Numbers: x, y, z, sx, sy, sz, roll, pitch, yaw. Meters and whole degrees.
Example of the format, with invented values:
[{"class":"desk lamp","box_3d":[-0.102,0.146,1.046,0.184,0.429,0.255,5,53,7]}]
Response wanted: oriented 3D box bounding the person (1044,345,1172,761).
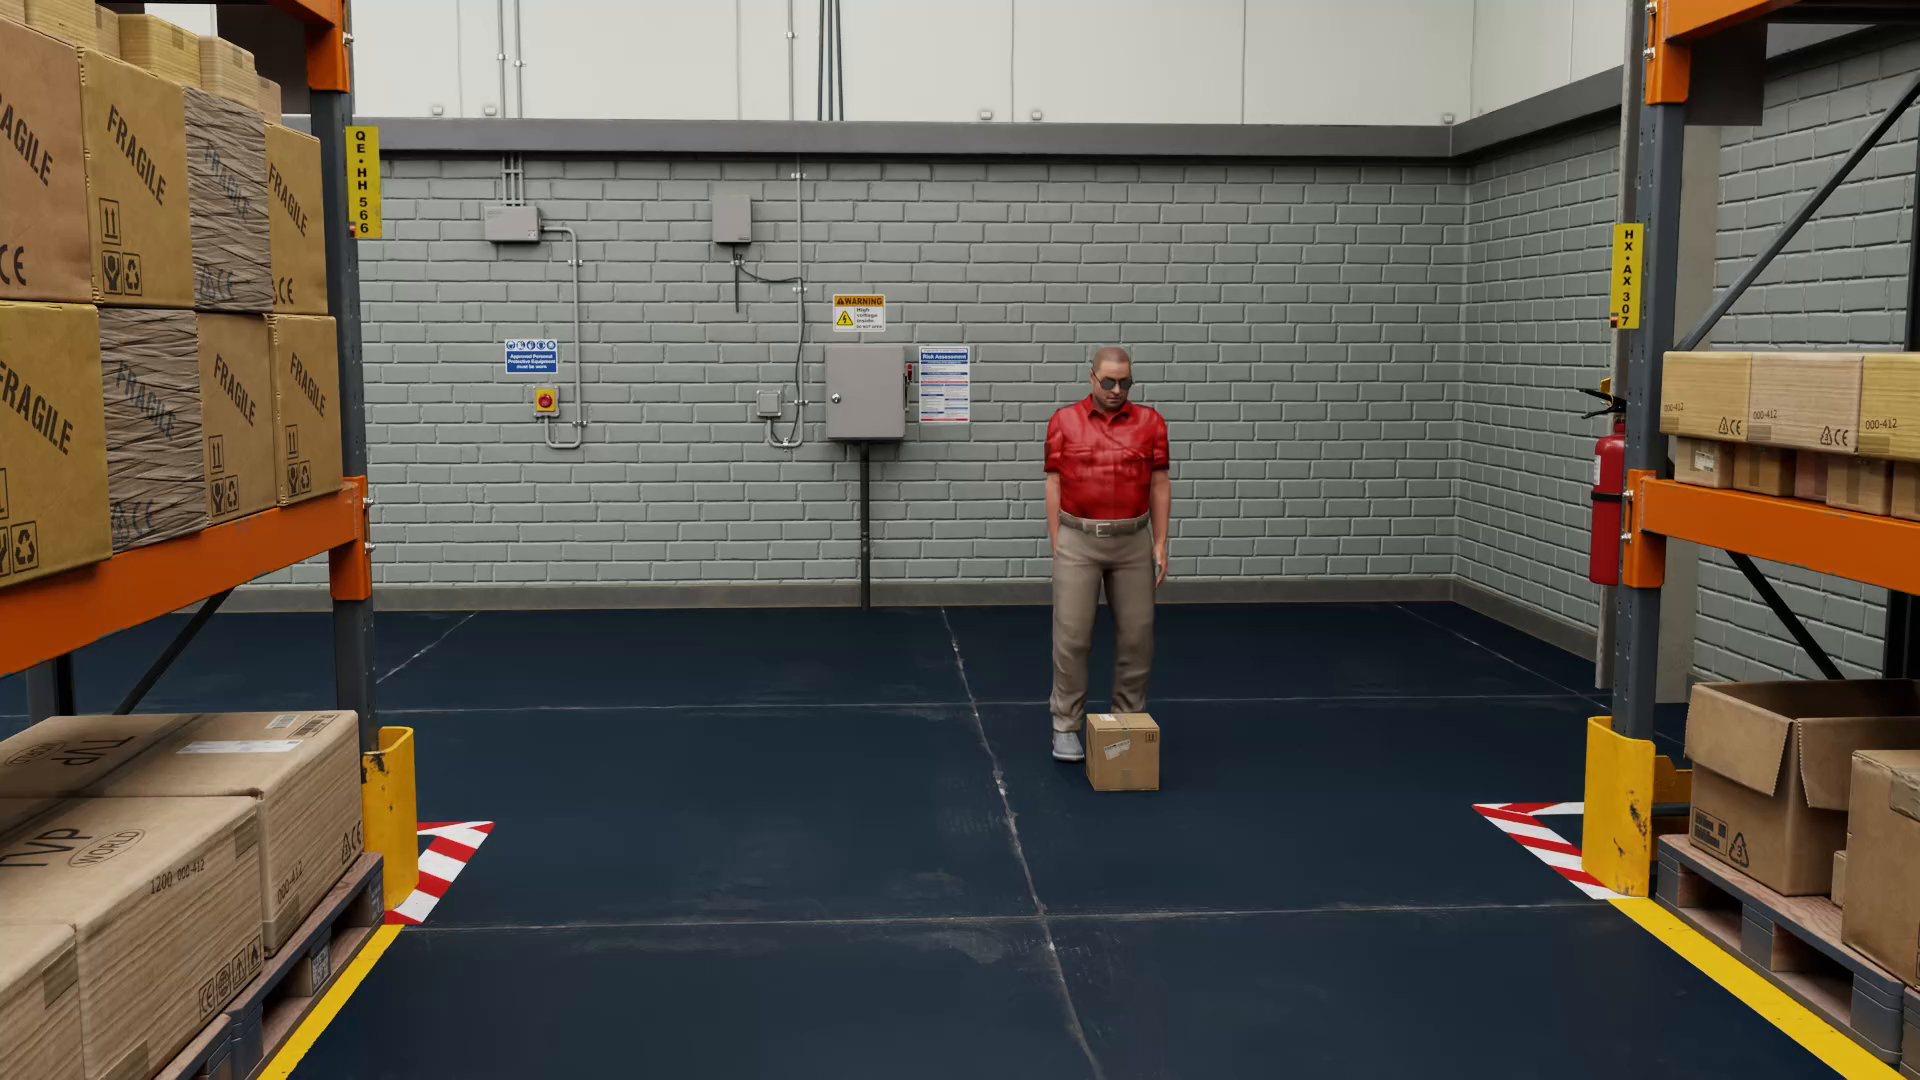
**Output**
[{"class":"person","box_3d":[0.620,0.055,6.944,0.532,1.724,0.356,0,7,-3]}]
